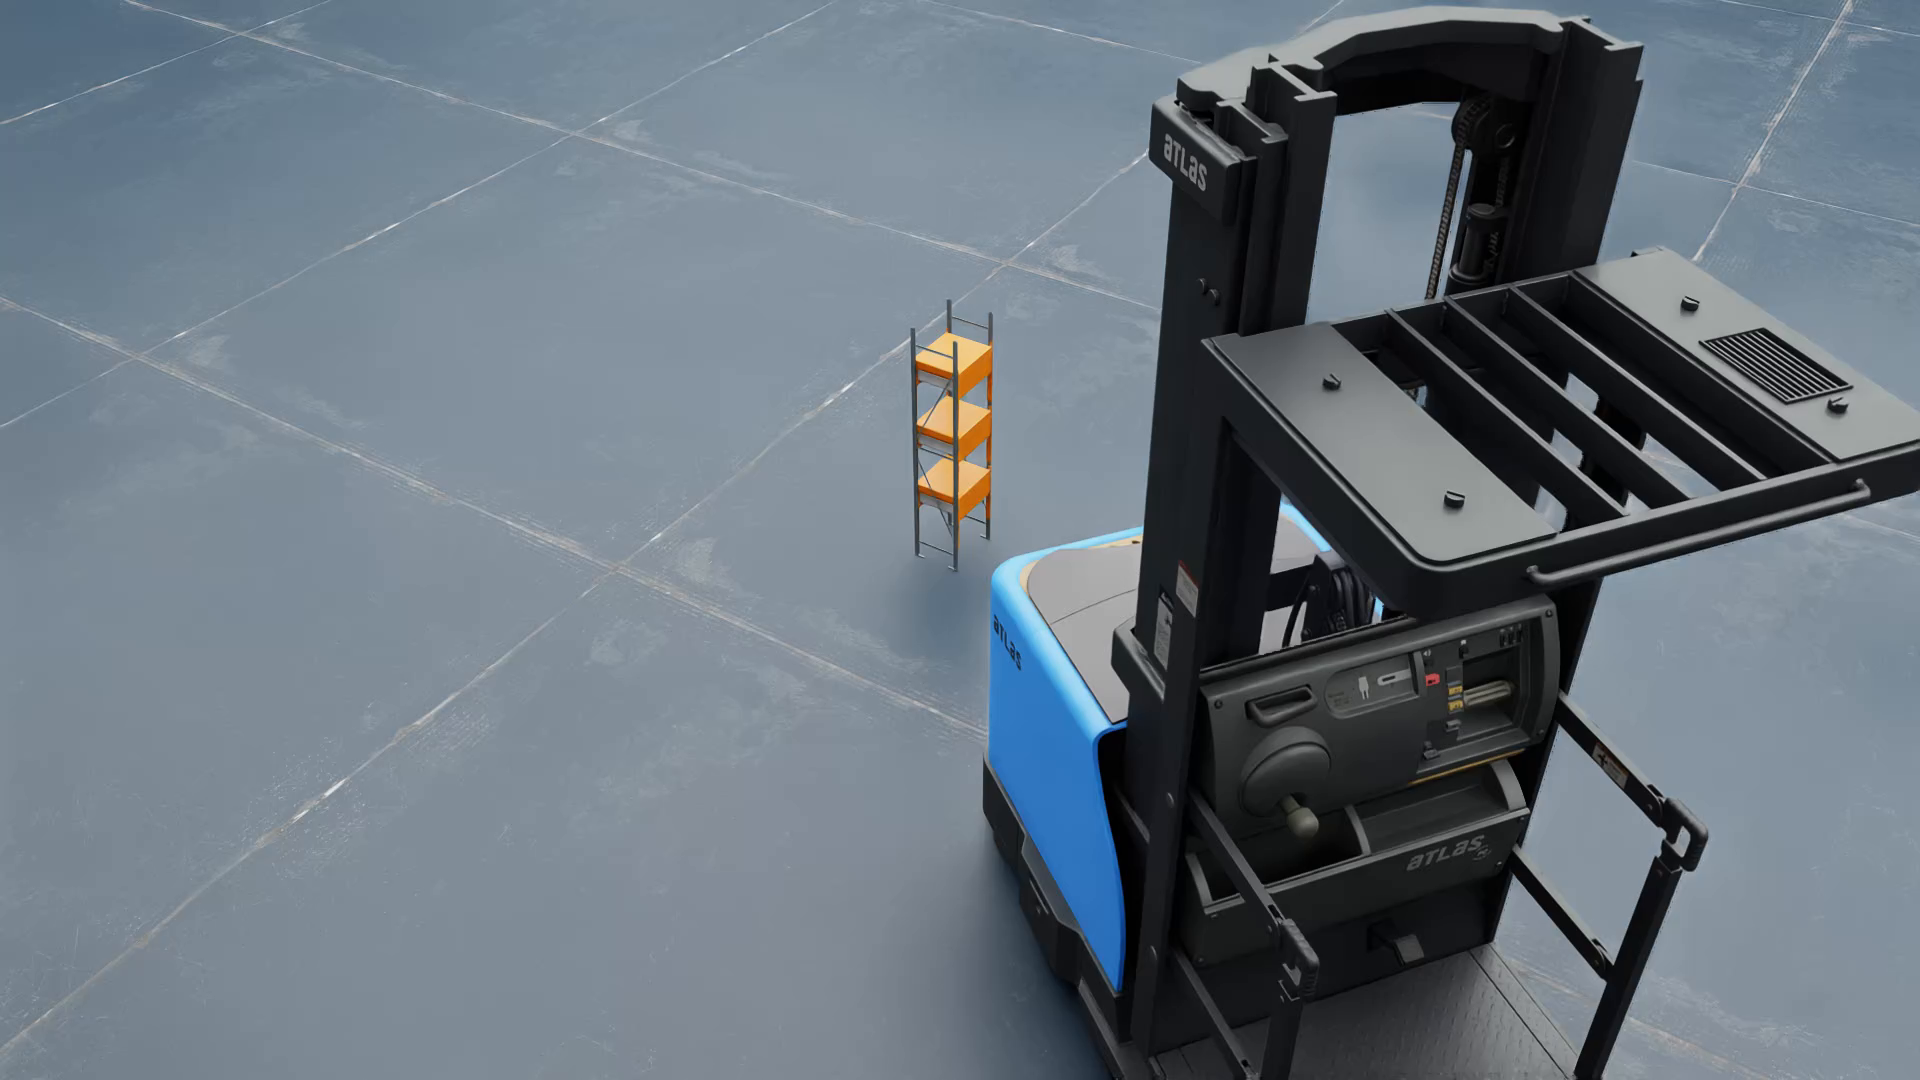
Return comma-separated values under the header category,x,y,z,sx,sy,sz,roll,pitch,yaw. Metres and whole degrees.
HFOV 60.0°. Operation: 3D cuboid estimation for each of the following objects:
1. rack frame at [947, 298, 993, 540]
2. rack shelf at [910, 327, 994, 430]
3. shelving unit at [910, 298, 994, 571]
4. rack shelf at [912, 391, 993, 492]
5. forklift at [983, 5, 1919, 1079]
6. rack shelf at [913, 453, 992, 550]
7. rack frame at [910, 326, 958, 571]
category,x,y,z,sx,sy,sz,roll,pitch,yaw
rack frame,0.037,-0.451,6.475,0.200,1.050,0.008,21,42,25
rack shelf,-0.029,-0.605,6.227,0.215,0.259,0.240,21,42,25
shelving unit,-0.029,-0.388,6.394,0.215,1.050,0.252,21,42,25
rack shelf,-0.029,-0.380,6.400,0.215,0.259,0.240,21,42,25
forklift,1.073,0.488,3.717,1.130,2.935,3.031,-13,40,-16
rack shelf,-0.029,-0.160,6.570,0.215,0.259,0.240,21,42,25
rack frame,-0.094,-0.325,6.312,0.200,1.050,0.008,21,42,25
